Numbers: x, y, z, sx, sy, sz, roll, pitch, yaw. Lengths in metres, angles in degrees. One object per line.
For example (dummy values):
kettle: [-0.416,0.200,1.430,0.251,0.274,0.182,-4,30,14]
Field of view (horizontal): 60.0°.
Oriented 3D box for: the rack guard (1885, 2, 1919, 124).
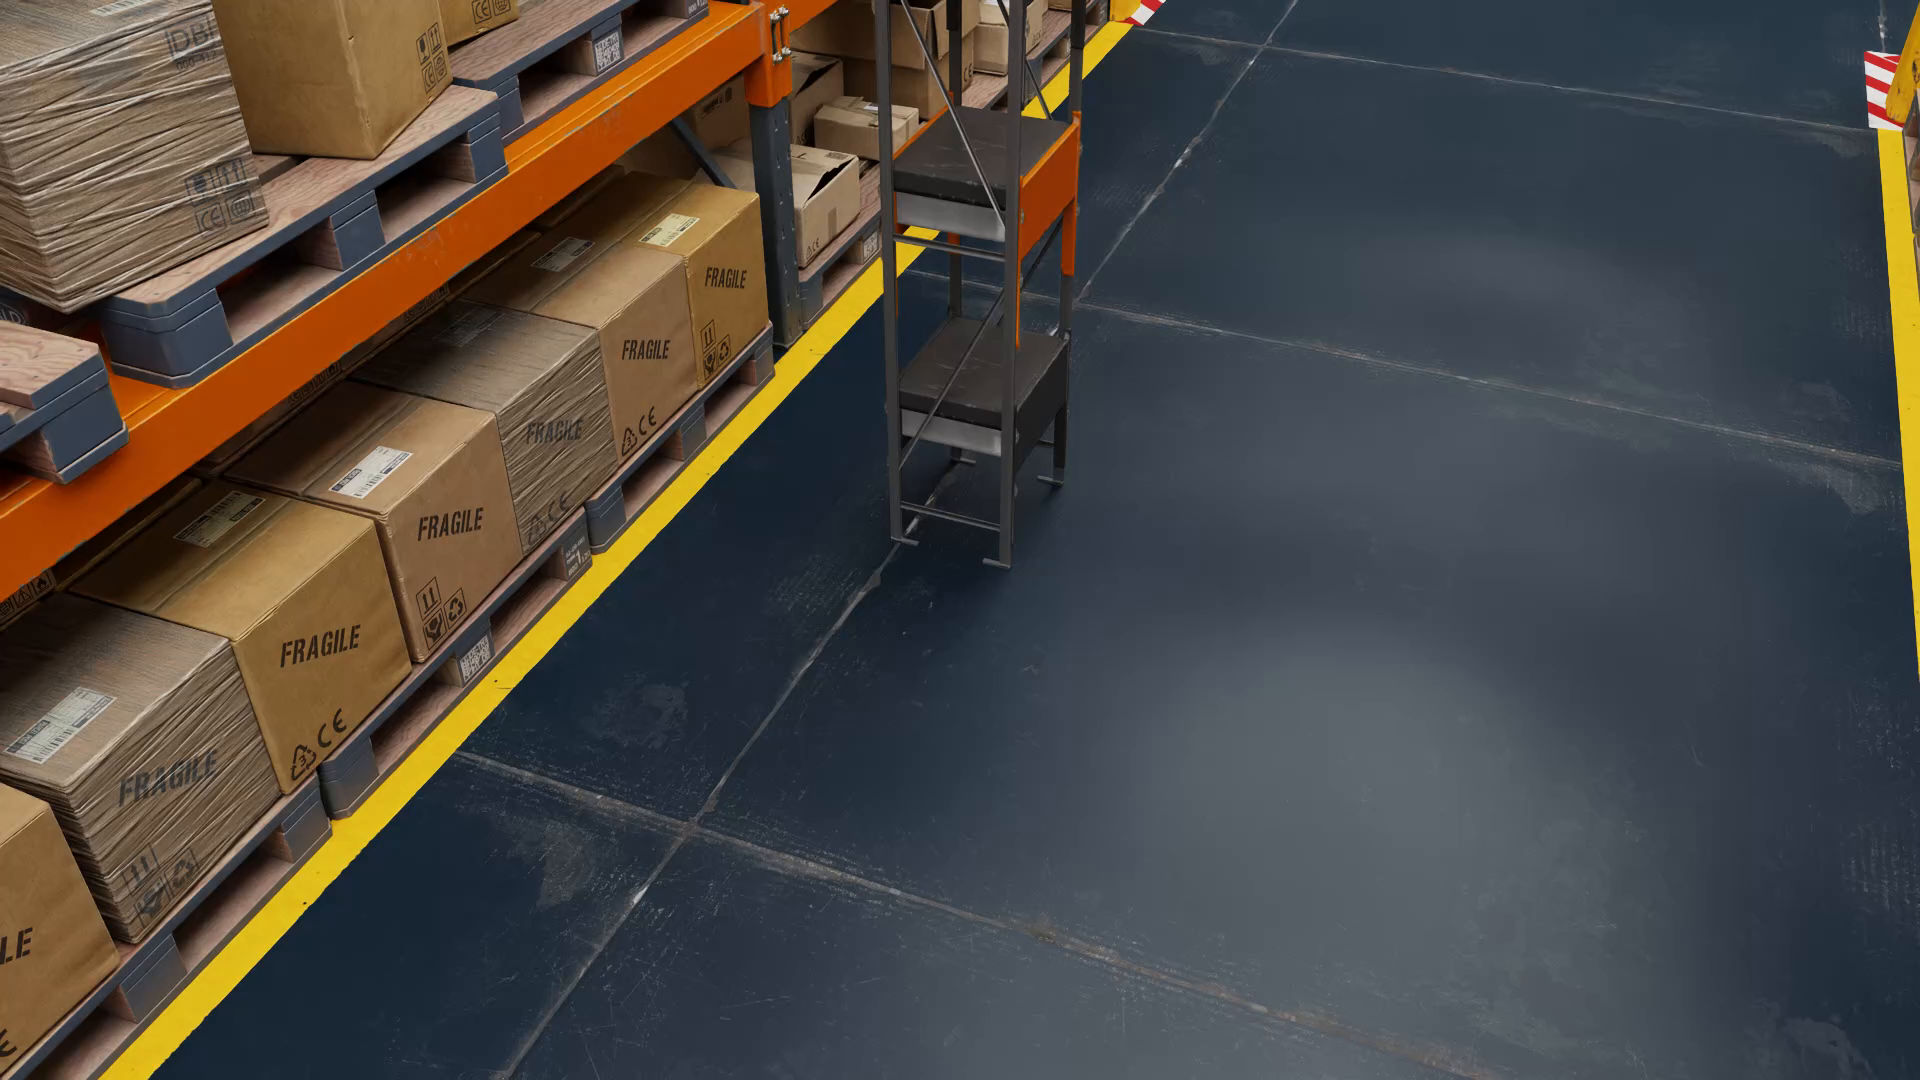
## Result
rack guard: [5.020,-2.154,7.714,1.175,0.500,0.348,14,39,18]

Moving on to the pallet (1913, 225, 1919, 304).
pallet: [4.208,-0.901,6.279,1.003,0.211,1.213,14,39,18]

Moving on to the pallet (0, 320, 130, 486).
pallet: [-2.407,-0.154,3.111,1.213,0.211,1.003,14,39,18]

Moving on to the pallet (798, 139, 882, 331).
pallet: [-0.816,-1.317,6.836,1.003,0.211,1.213,14,39,18]

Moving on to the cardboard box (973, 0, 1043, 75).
cardboard box: [0.075,-2.468,7.975,0.500,0.250,0.500,14,39,18]

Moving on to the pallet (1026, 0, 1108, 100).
pallet: [0.112,-2.668,8.644,1.003,0.211,1.213,14,39,18]

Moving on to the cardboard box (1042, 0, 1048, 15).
cardboard box: [0.227,-2.749,8.422,0.380,0.166,0.250,14,39,18]

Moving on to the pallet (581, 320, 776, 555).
pallet: [-1.353,-0.478,5.714,1.003,0.211,1.213,14,39,18]

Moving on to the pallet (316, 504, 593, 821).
pallet: [-1.816,0.199,4.807,1.003,0.211,1.213,14,39,18]

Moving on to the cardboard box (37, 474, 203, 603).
cardboard box: [-2.264,0.128,4.294,0.500,0.500,0.500,12,39,16]

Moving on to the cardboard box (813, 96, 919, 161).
cardboard box: [-0.399,-1.760,7.098,0.380,0.166,0.250,14,39,18]

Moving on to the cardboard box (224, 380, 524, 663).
cardboard box: [-1.580,-0.059,4.544,0.500,0.500,0.500,13,39,16]

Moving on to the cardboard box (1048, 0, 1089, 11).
cardboard box: [0.465,-3.087,8.595,0.500,0.500,0.500,14,39,18]

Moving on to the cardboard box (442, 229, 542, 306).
cardboard box: [-1.680,-0.719,5.427,0.500,0.500,0.500,14,39,18]

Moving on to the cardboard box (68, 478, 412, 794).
cardboard box: [-1.773,0.231,4.156,0.500,0.500,0.500,13,39,17]

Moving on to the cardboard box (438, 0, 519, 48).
cardboard box: [-1.668,-1.656,4.526,0.700,0.500,0.500,20,41,25]

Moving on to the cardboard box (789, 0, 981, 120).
cardboard box: [-0.368,-2.272,7.502,0.797,0.503,0.637,14,39,18]

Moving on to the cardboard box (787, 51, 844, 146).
cardboard box: [-0.838,-1.949,7.230,0.500,0.311,0.500,14,39,18]

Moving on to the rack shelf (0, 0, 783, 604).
rack shelf: [-1.839,-0.659,4.227,1.077,0.370,4.000,14,39,18]

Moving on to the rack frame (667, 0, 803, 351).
rack frame: [-1.078,-2.054,5.493,1.000,3.000,0.127,14,39,18]

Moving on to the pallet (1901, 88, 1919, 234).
pallet: [4.673,-1.574,7.179,1.003,0.211,1.213,14,39,18]

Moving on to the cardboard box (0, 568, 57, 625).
cardboard box: [-2.444,0.082,3.730,0.500,0.250,0.500,15,39,19]

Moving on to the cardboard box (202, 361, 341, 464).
cardboard box: [-2.059,-0.486,4.489,0.500,0.250,0.500,13,39,17]

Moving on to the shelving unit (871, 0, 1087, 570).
shelving unit: [0.063,-0.933,4.744,0.431,2.100,0.503,14,39,18]

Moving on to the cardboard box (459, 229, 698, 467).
cardboard box: [-1.197,-0.619,5.293,0.500,0.500,0.500,14,39,18]

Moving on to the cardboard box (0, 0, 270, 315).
cardboard box: [-1.940,-0.885,3.495,0.700,0.500,0.500,21,42,26]

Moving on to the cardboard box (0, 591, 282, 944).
cardboard box: [-1.969,0.507,3.786,0.500,0.500,0.500,12,39,16]

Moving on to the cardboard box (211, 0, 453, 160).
cardboard box: [-1.693,-1.270,4.010,0.700,0.500,0.500,5,37,6]

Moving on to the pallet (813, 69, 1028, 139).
pallet: [-0.353,-1.995,7.743,1.003,0.211,1.213,14,39,18]

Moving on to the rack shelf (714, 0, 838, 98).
rack shelf: [-0.317,-2.874,7.190,1.077,0.370,4.000,14,39,18]

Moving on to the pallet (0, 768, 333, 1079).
pallet: [-2.281,0.872,3.906,1.003,0.211,1.213,14,39,18]

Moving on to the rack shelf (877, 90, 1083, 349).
rack shelf: [0.063,-0.922,4.752,0.431,0.518,0.480,14,39,18]

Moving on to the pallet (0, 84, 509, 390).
pallet: [-1.865,-0.841,4.029,1.003,0.211,1.213,14,39,18]

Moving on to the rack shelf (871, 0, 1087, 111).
rack shelf: [0.063,-1.482,4.333,0.431,0.518,0.480,14,39,18]

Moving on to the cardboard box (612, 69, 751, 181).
cardboard box: [-1.124,-1.609,6.618,0.500,0.500,0.500,14,39,18]

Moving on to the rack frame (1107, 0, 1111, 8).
rack frame: [0.444,-4.269,8.456,1.000,3.000,0.127,14,39,18]

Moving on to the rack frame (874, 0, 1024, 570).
rack frame: [-0.030,-0.798,4.563,0.400,2.100,0.015,14,39,18]

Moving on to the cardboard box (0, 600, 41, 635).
cardboard box: [-2.462,0.414,3.911,0.500,0.500,0.500,15,39,20]

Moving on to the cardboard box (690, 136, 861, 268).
cardboard box: [-0.719,-1.337,6.411,0.500,0.311,0.500,14,39,18]

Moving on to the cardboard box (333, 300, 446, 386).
cardboard box: [-1.877,-0.444,5.059,0.500,0.500,0.500,14,39,18]

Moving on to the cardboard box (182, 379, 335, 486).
cardboard box: [-2.070,-0.164,4.685,0.500,0.500,0.500,12,39,16]

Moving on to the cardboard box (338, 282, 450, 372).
cardboard box: [-1.868,-0.764,4.860,0.500,0.250,0.500,14,39,18]

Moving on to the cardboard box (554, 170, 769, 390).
cardboard box: [-1.001,-0.891,5.657,0.500,0.500,0.500,14,39,17]

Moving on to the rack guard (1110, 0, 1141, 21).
rack guard: [0.415,-3.226,9.148,1.175,0.500,0.348,14,39,18]

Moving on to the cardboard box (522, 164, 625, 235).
cardboard box: [-1.488,-1.017,5.826,0.500,0.500,0.500,12,38,16]

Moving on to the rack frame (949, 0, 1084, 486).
rack frame: [0.156,-1.068,4.925,0.400,2.100,0.015,14,39,18]

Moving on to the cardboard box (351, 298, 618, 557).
cardboard box: [-1.388,-0.342,4.922,0.500,0.500,0.500,14,39,18]

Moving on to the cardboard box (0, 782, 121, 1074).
cardboard box: [-2.163,0.798,3.397,0.500,0.500,0.500,15,39,20]

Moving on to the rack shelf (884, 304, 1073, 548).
rack shelf: [0.063,-0.361,5.171,0.431,0.518,0.480,14,39,18]

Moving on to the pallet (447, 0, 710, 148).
pallet: [-1.483,-1.560,4.992,1.003,0.211,1.213,14,39,18]
